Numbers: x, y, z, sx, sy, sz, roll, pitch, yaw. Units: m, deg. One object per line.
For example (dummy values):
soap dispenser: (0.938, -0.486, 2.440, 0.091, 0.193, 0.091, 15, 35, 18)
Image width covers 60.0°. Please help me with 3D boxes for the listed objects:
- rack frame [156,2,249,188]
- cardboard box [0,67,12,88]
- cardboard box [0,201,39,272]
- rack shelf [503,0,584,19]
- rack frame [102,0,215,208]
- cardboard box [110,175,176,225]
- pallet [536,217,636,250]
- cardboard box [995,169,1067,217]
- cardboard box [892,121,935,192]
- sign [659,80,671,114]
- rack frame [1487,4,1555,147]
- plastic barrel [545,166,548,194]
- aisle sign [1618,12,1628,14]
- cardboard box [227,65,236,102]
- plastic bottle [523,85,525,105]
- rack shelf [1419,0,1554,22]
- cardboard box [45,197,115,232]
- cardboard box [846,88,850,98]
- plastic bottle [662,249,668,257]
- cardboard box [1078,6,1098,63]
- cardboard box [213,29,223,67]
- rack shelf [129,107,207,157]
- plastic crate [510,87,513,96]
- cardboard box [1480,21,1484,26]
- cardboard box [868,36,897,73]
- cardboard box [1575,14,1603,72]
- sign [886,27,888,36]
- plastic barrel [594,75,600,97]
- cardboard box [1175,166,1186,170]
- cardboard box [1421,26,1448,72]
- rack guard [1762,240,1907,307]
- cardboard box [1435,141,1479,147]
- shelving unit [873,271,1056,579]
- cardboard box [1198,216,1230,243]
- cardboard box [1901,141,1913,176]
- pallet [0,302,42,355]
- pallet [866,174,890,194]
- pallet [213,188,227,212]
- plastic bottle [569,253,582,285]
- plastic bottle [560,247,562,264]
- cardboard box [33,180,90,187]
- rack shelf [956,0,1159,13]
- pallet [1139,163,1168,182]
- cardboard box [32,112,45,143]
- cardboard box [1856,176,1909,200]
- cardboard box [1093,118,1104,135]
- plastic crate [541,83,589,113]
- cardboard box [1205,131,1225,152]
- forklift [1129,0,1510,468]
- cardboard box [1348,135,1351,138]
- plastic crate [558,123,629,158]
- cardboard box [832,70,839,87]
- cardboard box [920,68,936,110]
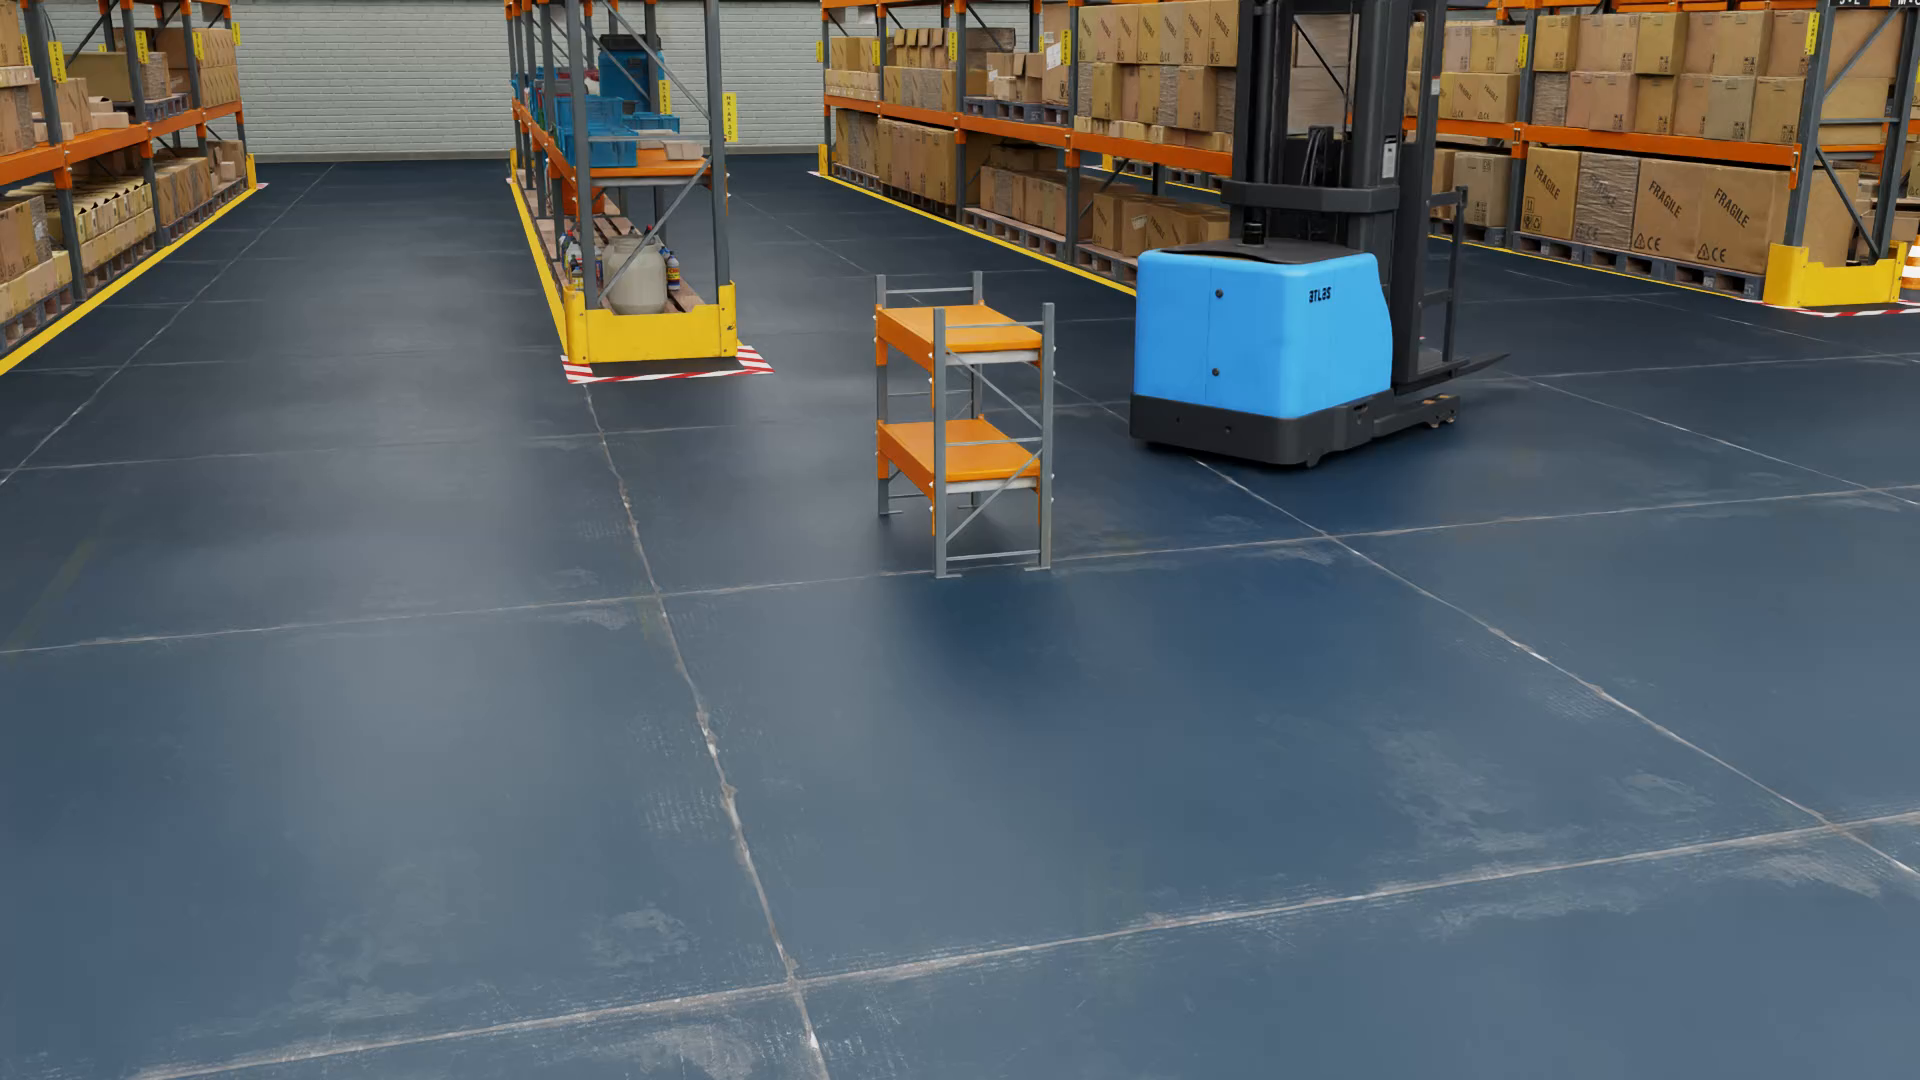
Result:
rack frame: (-11.274, -6.762, 24.749, 1.000, 3.000, 0.127, -5, 17, -15)
cardboard box: (-7.481, -3.530, 12.687, 0.380, 0.149, 0.250, -5, 17, -15)
cardboard box: (-7.371, -2.298, 12.634, 0.500, 0.500, 0.500, -5, 17, -15)
rack shelf: (-5.960, -7.691, 23.880, 1.077, 0.370, 4.000, -5, 17, -15)
rack frame: (-10.174, -5.656, 21.066, 1.000, 3.000, 0.127, -5, 17, -15)
cardboard box: (-8.925, -3.711, 18.173, 0.500, 0.500, 0.500, -4, 17, -13)
pallet: (-4.136, -3.387, 18.360, 1.003, 0.211, 1.213, -5, 17, -15)
cardboard box: (0.819, -4.009, 19.164, 0.700, 0.500, 0.500, -6, 18, -20)
cardboard box: (-0.207, -5.199, 22.508, 1.225, 0.875, 0.875, -5, 18, -17)
sign: (-2.680, -4.006, 15.094, 0.100, 0.325, 0.005, -5, 17, -15)
rack frame: (8.880, -7.221, 26.278, 1.000, 3.000, 0.127, -5, 17, -15)
plastic barrel: (-5.014, -4.545, 20.963, 0.421, 0.512, 0.421, 0, 17, 0)
aisle sign: (12.251, -9.962, 30.883, 0.394, 0.787, 0.004, -5, 17, -15)
cardboard box: (-10.743, -6.564, 23.917, 0.500, 0.500, 0.500, -5, 17, -15)
plastic bottle: (-5.720, -5.855, 21.933, 0.061, 0.283, 0.133, -5, 17, -15)
rack shelf: (8.330, -8.866, 27.792, 1.077, 0.370, 4.000, -5, 17, -15)
cardboard box: (-8.126, -3.011, 15.338, 0.500, 0.311, 0.500, -5, 18, -17)
cardboard box: (-1.543, -6.874, 25.560, 0.380, 0.149, 0.250, -5, 17, -17)
plastic bottle: (-2.433, -2.280, 13.805, 0.097, 0.271, 0.097, 0, 17, 0)
cardboard box: (1.429, -4.750, 15.621, 0.500, 0.500, 0.500, -5, 17, -15)
cardboard box: (-10.459, -6.763, 22.839, 0.500, 0.500, 0.500, -4, 17, -14)
rack shelf: (-9.625, -4.758, 19.328, 1.077, 0.370, 4.000, -5, 17, -15)
plastic crate: (-6.750, -6.865, 25.448, 0.250, 0.136, 0.298, -5, 17, -15)
cardboard box: (8.521, -8.200, 26.498, 0.380, 0.149, 0.250, -4, 17, -14)
cardboard box: (-1.032, -6.974, 23.894, 0.500, 0.500, 0.500, -4, 17, -14)
cardboard box: (6.678, -4.930, 16.514, 0.875, 0.550, 0.550, -5, 17, -15)
sign: (-1.222, -8.251, 27.283, 0.100, 0.325, 0.005, -5, 17, -15)
plastic barrel: (-3.264, -4.180, 15.919, 0.433, 0.535, 0.433, 0, 17, 0)
cardboard box: (3.587, -5.866, 25.991, 0.380, 0.149, 0.250, -5, 18, -17)
cardboard box: (5.786, -5.674, 19.217, 0.700, 0.500, 0.500, -5, 17, -16)
rack guard: (7.453, -2.279, 14.169, 1.175, 0.500, 0.348, -5, 17, -15)
cardboard box: (5.572, -4.402, 20.073, 1.050, 0.750, 0.750, -4, 17, -14)
shelving unit: (-0.002, -0.541, 7.296, 0.538, 1.125, 1.048, -5, 17, -15)
cardboard box: (2.297, -2.459, 14.040, 0.500, 0.500, 0.500, 0, 17, -1)
cardboard box: (14.301, -5.751, 25.000, 0.500, 0.500, 0.500, -5, 17, -16)
pallet: (-7.459, -1.546, 12.231, 1.003, 0.211, 1.213, -5, 17, -15)
pallet: (-0.782, -5.319, 24.792, 1.003, 0.211, 1.213, -5, 17, -15)
pallet: (-10.362, -4.510, 22.100, 1.003, 0.211, 1.213, -5, 17, -15)
plastic bottle: (-3.082, -2.178, 13.460, 0.152, 0.276, 0.135, -5, 17, -15)
plastic bottle: (-3.518, -2.553, 14.836, 0.097, 0.201, 0.097, 0, 17, 0)
cardboard box: (-9.213, -3.534, 17.077, 0.500, 0.311, 0.500, -4, 17, -13)
rack shelf: (1.001, -5.870, 17.817, 1.077, 0.370, 4.000, -5, 17, -15)
pallet: (3.591, -5.987, 27.018, 1.003, 0.211, 1.213, -5, 17, -15)
cardboard box: (-8.153, -3.504, 14.163, 0.500, 0.250, 0.500, -4, 17, -12)
cardboard box: (10.932, -4.096, 19.711, 0.950, 0.372, 0.625, -4, 17, -15)
cardboard box: (1.472, -3.884, 15.605, 0.380, 0.149, 0.250, -5, 17, -15)
plastic crate: (-3.639, -3.974, 15.356, 0.402, 0.464, 0.583, -5, 17, -15)
cardboard box: (2.186, -3.195, 13.311, 0.380, 0.149, 0.250, -5, 17, -15)
forklift: (2.281, -2.131, 9.452, 1.130, 2.935, 3.031, 14, 22, 39)
cardboard box: (4.808, -5.227, 21.951, 0.500, 0.250, 0.500, -5, 17, -17)
plastic crate: (-2.711, -2.951, 12.319, 0.499, 0.251, 0.408, -5, 17, -15)
cardboard box: (-1.726, -7.317, 26.342, 0.500, 0.250, 0.500, -5, 17, -16)
cardboard box: (-0.200, -5.778, 21.299, 0.500, 0.500, 0.500, -5, 18, -17)
